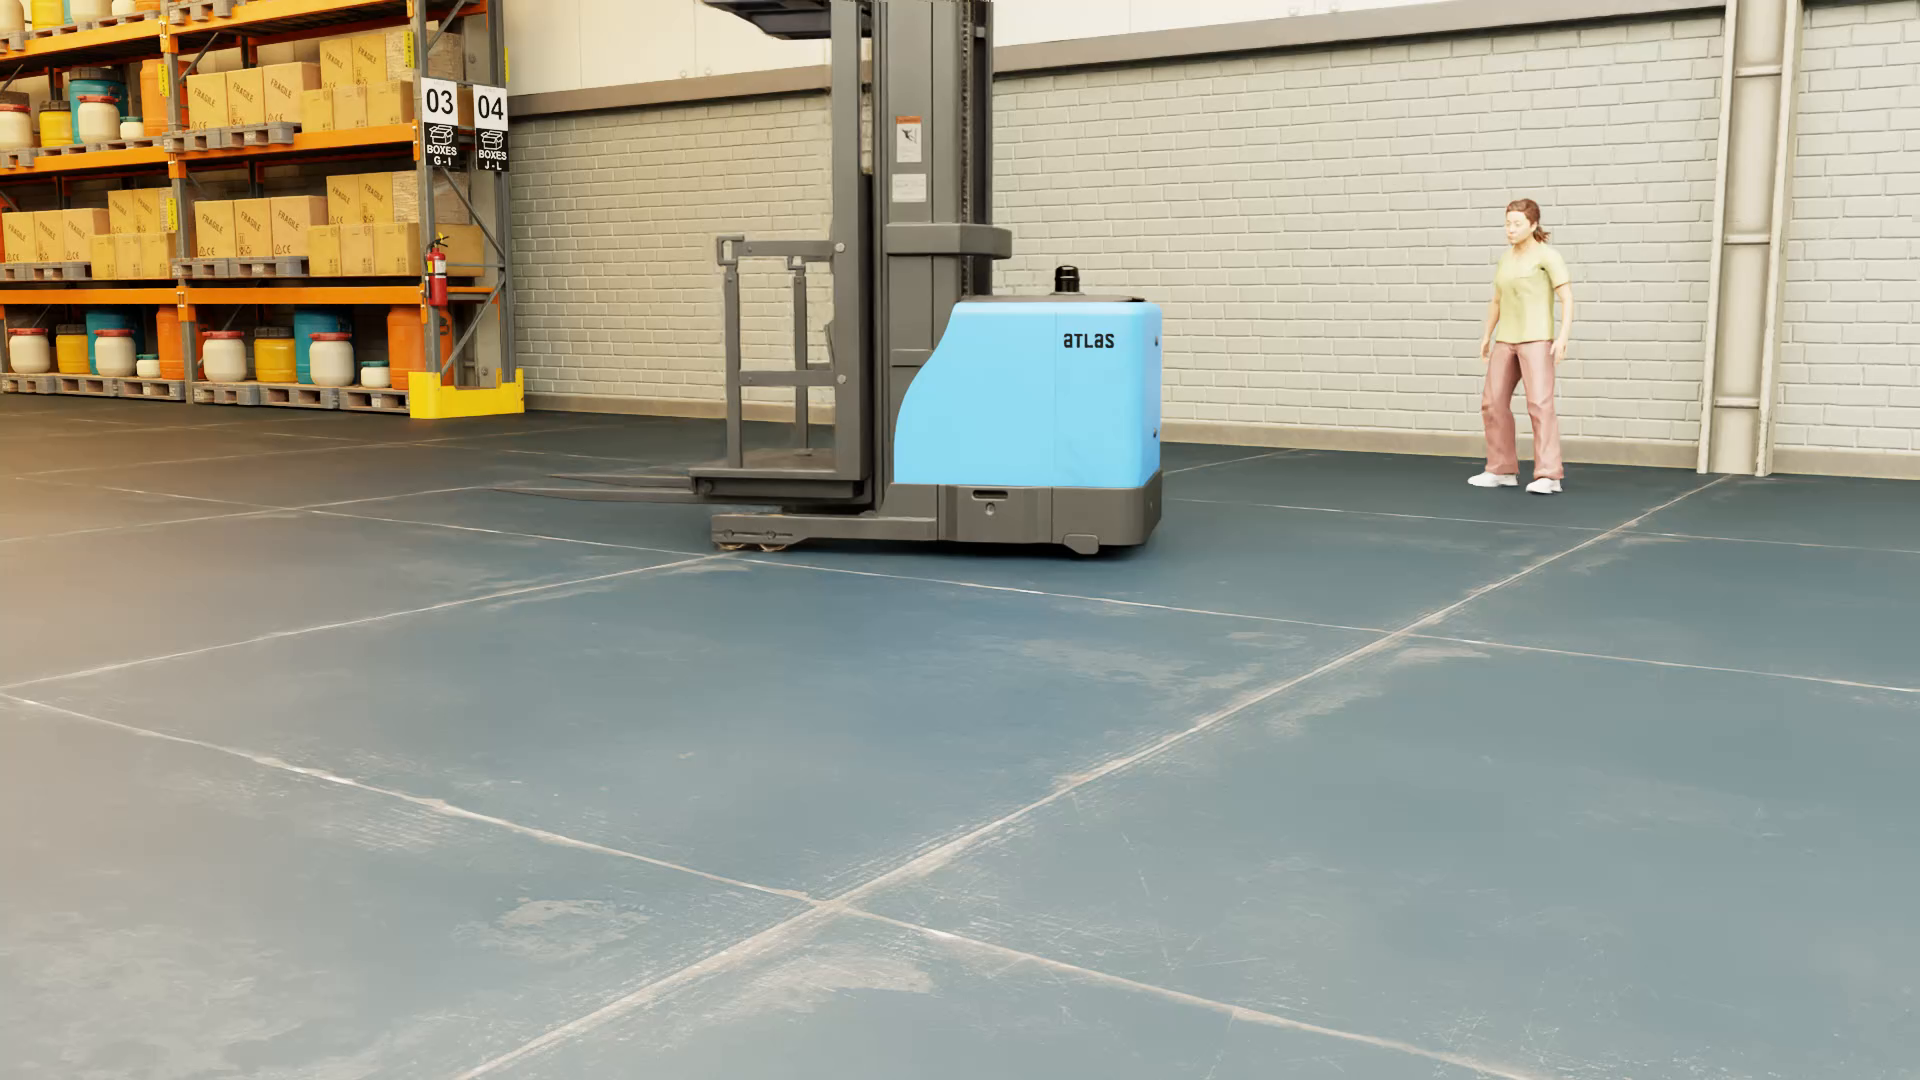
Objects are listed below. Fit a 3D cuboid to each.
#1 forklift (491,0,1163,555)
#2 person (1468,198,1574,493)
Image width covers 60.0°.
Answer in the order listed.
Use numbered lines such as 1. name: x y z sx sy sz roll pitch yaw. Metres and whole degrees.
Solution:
1. forklift: -0.620 -1.469 7.525 3.031 2.935 1.130 2 8 12
2. person: 3.235 -1.125 9.609 0.375 1.667 0.612 -5 10 -32
